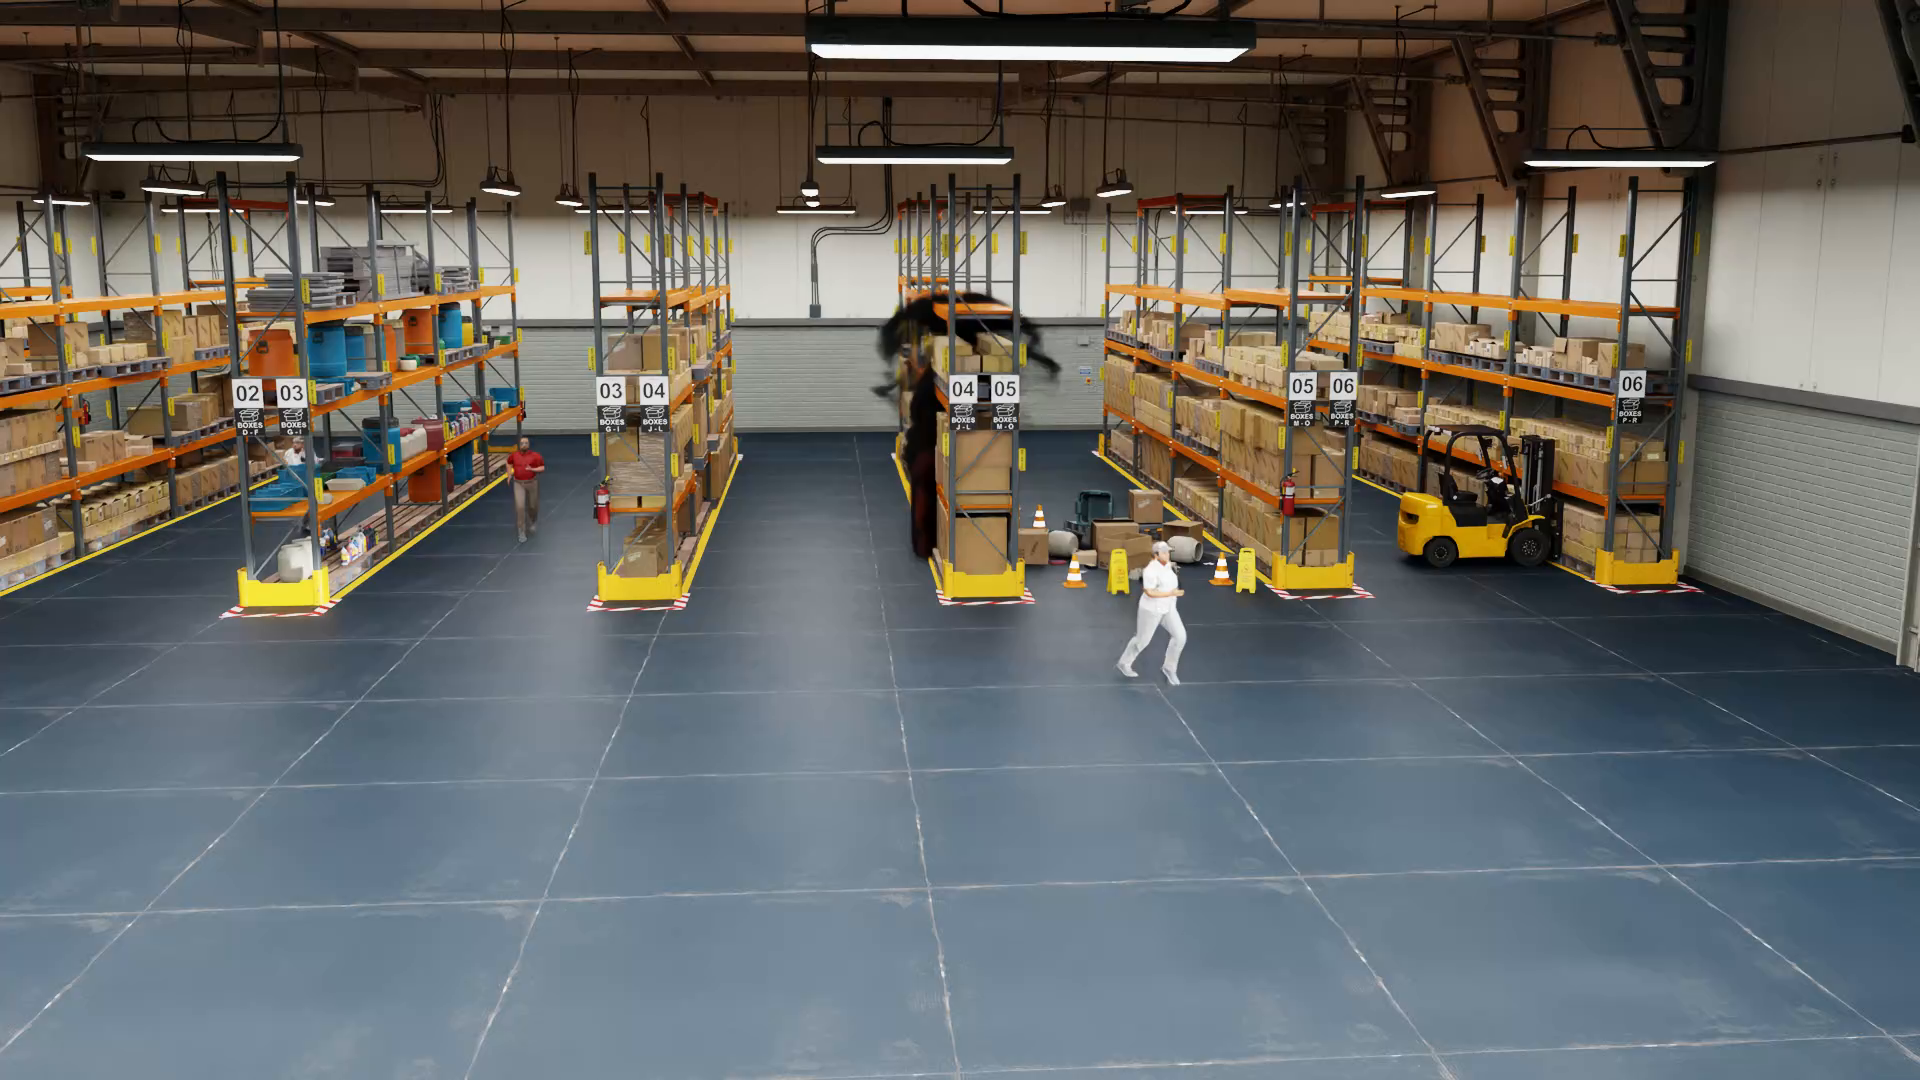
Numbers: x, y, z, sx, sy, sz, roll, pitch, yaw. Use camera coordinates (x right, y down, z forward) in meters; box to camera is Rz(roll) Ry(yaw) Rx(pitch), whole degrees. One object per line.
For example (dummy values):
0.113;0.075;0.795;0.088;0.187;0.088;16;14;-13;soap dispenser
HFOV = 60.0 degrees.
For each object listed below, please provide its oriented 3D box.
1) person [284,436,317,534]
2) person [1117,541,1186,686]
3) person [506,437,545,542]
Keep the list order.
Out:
-11.597;-1.012;29.238;0.639;1.715;0.784;-1;10;-4;person
2.266;0.840;19.225;0.611;1.708;0.871;-10;14;-44;person
-7.516;-0.914;28.811;0.656;1.744;0.954;-2;10;-13;person
